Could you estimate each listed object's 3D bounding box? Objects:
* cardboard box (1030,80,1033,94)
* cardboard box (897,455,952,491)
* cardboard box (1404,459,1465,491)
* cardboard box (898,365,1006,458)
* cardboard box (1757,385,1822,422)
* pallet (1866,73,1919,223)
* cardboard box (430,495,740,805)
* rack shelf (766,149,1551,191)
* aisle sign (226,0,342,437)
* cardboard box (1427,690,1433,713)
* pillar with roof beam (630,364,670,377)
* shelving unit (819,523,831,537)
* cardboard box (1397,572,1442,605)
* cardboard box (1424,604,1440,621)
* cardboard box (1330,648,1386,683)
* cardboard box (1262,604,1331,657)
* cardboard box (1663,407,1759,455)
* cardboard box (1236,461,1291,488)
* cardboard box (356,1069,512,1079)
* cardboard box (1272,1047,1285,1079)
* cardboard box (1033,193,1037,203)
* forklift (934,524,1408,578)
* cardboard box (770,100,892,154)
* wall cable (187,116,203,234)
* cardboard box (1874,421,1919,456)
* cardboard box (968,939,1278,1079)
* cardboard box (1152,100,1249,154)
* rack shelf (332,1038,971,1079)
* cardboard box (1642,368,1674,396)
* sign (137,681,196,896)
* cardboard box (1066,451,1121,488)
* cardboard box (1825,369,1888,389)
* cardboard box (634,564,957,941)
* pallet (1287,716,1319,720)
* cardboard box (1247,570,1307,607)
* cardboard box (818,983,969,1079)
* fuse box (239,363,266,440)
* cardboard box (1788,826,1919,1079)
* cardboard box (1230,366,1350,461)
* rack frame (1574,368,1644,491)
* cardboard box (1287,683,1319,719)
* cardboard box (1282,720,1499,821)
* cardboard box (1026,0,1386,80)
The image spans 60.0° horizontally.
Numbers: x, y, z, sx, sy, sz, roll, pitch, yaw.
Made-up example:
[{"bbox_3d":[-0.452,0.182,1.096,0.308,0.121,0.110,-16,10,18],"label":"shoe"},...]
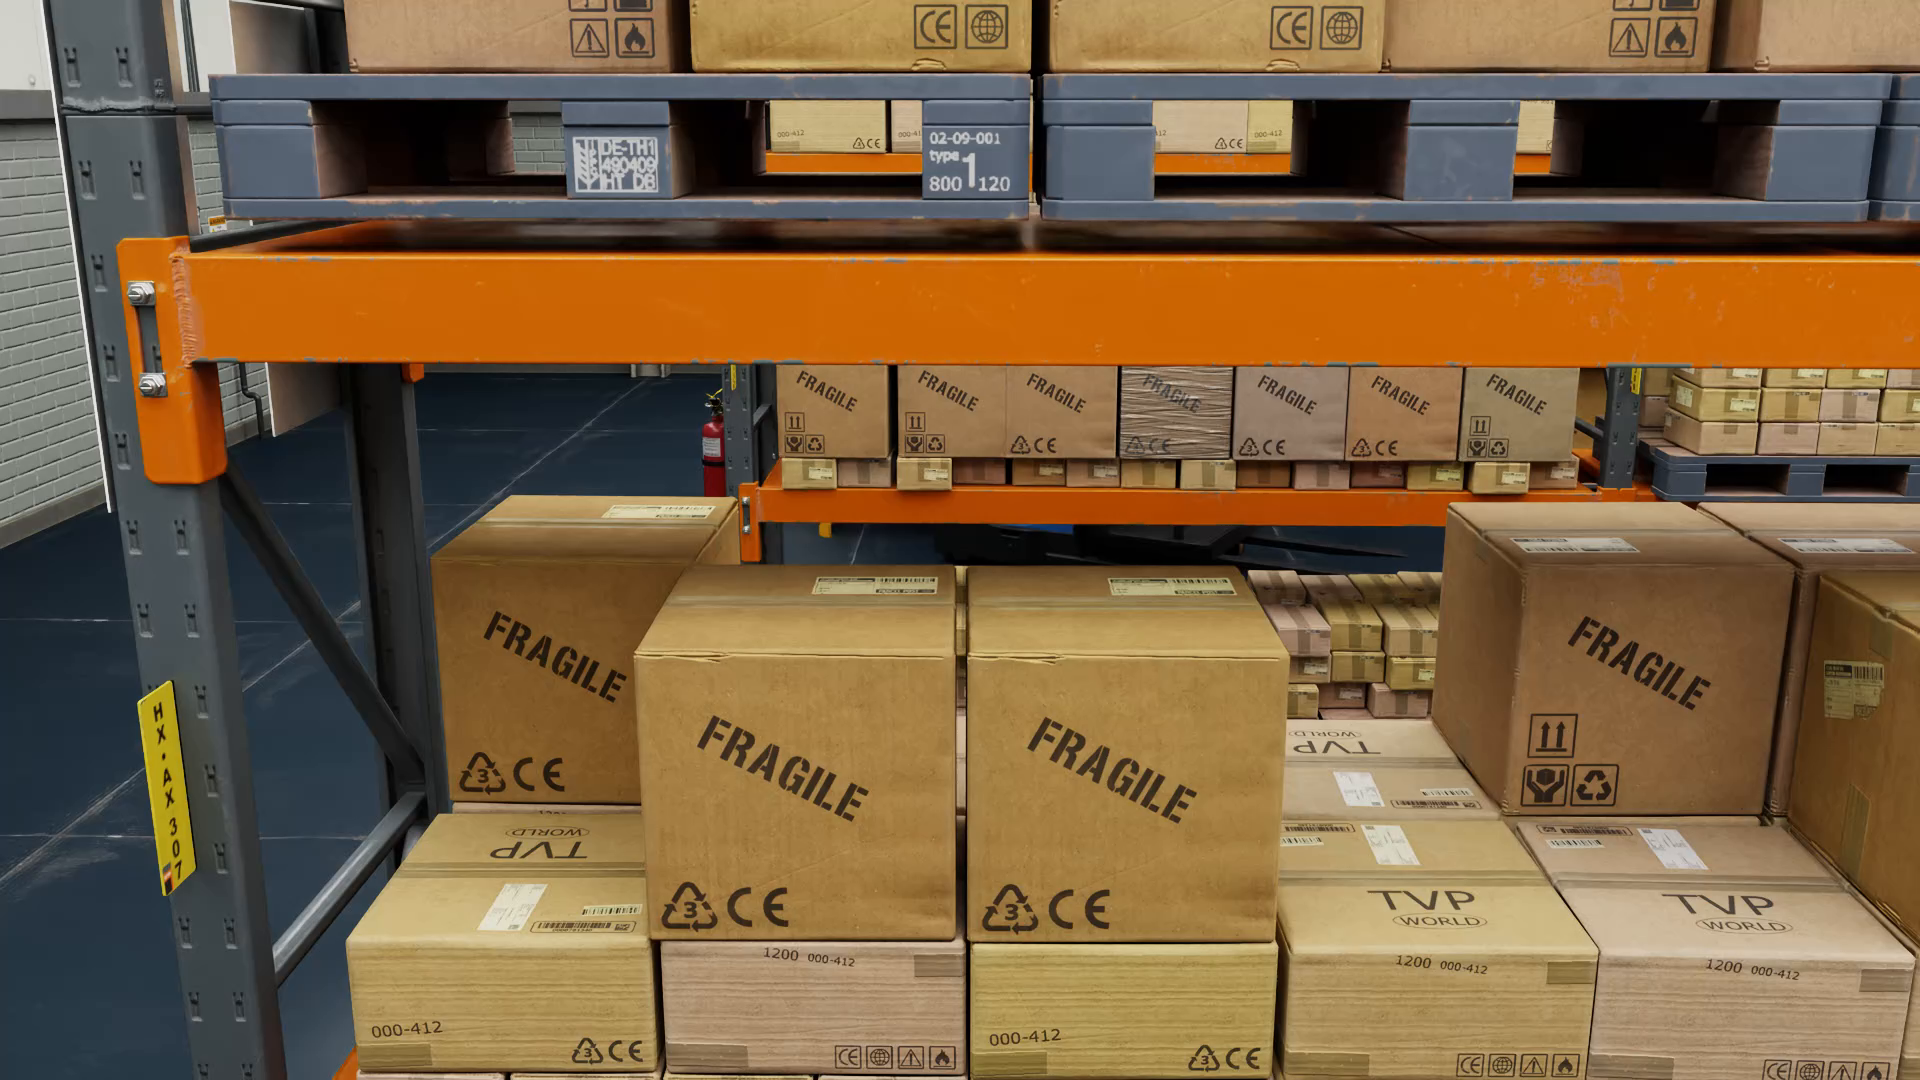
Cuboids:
[{"bbox_3d":[0.457,-2.098,7.346,0.500,0.250,0.500,1,15,2],"label":"cardboard box"},{"bbox_3d":[-0.163,-0.343,7.753,0.250,0.149,0.380,0,15,0],"label":"cardboard box"},{"bbox_3d":[2.179,-0.342,7.750,0.250,0.149,0.380,1,15,4],"label":"cardboard box"},{"bbox_3d":[-0.024,-0.679,7.753,0.500,0.500,0.500,0,15,2],"label":"cardboard box"},{"bbox_3d":[3.638,-0.635,7.454,0.250,0.149,0.380,0,15,0],"label":"cardboard box"},{"bbox_3d":[1.951,-0.682,2.839,1.213,0.211,1.003,0,15,1],"label":"pallet"},{"bbox_3d":[-0.736,0.210,3.407,0.500,0.500,0.500,1,15,2],"label":"cardboard box"},{"bbox_3d":[0.997,-1.646,7.731,4.000,0.370,1.077,0,15,1],"label":"rack shelf"},{"bbox_3d":[-1.294,-0.627,3.239,0.004,0.787,0.394,0,15,1],"label":"aisle sign"},{"bbox_3d":[2.338,0.706,8.050,0.250,0.149,0.380,1,15,3],"label":"cardboard box"},{"bbox_3d":[-3.636,-5.136,13.667,0.400,9.000,9.100,0,15,1],"label":"pillar with roof beam"},{"bbox_3d":[-0.447,-0.807,11.960,1.083,1.500,0.587,1,15,5],"label":"shelving unit"},{"bbox_3d":[2.384,0.285,8.479,0.250,0.149,0.380,1,15,4],"label":"cardboard box"},{"bbox_3d":[2.378,0.429,7.931,0.250,0.149,0.380,1,15,2],"label":"cardboard box"},{"bbox_3d":[1.887,0.557,8.030,0.250,0.149,0.380,1,15,2],"label":"cardboard box"},{"bbox_3d":[1.599,0.430,7.930,0.250,0.149,0.380,0,15,-1],"label":"cardboard box"},{"bbox_3d":[3.379,-0.493,7.496,0.250,0.149,0.380,0,15,-1],"label":"cardboard box"},{"bbox_3d":[1.397,-0.360,7.816,0.250,0.149,0.380,0,15,1],"label":"cardboard box"},{"bbox_3d":[-0.883,0.915,2.983,0.250,0.149,0.380,1,15,2],"label":"cardboard box"},{"bbox_3d":[0.655,0.925,2.947,0.250,0.149,0.380,0,15,0],"label":"cardboard box"},{"bbox_3d":[0.668,-2.580,12.312,0.250,0.149,0.380,1,15,2],"label":"cardboard box"},{"bbox_3d":[1.369,-1.216,10.705,3.031,2.935,1.130,8,17,27],"label":"forklift"},{"bbox_3d":[-0.560,-1.867,7.449,0.500,0.250,0.500,1,15,3],"label":"cardboard box"},{"bbox_3d":[-6.589,-2.704,14.216,0.122,1.984,0.588,0,15,1],"label":"wall cable"},{"bbox_3d":[4.157,-0.488,7.478,0.250,0.149,0.380,1,15,2],"label":"cardboard box"},{"bbox_3d":[0.265,0.714,2.965,0.500,0.250,0.500,0,15,0],"label":"cardboard box"},{"bbox_3d":[0.998,-1.856,7.408,0.500,0.250,0.500,0,15,1],"label":"cardboard box"},{"bbox_3d":[0.770,1.068,3.321,4.000,0.370,1.077,0,15,1],"label":"rack shelf"},{"bbox_3d":[3.400,-0.804,8.094,0.250,0.149,0.380,1,15,3],"label":"cardboard box"},{"bbox_3d":[-1.250,0.392,2.622,0.005,0.325,0.100,0,15,1],"label":"sign"},{"bbox_3d":[0.616,-0.360,7.816,0.250,0.149,0.380,0,15,0],"label":"cardboard box"},{"bbox_3d":[3.914,-0.778,7.410,0.250,0.149,0.380,1,15,2],"label":"cardboard box"},{"bbox_3d":[-0.257,0.349,2.879,0.500,0.500,0.500,0,15,0],"label":"cardboard box"},{"bbox_3d":[1.102,0.815,8.338,1.213,0.211,1.003,0,15,1],"label":"pallet"},{"bbox_3d":[1.616,0.277,8.507,0.250,0.149,0.380,1,15,3],"label":"cardboard box"},{"bbox_3d":[-0.110,0.920,2.967,0.250,0.149,0.380,0,15,1],"label":"cardboard box"},{"bbox_3d":[-6.414,-1.762,15.166,0.414,1.711,0.539,0,15,1],"label":"fuse box"},{"bbox_3d":[1.804,0.723,2.929,0.500,0.250,0.500,1,15,3],"label":"cardboard box"},{"bbox_3d":[1.490,-0.661,7.688,0.500,0.500,0.500,0,15,1],"label":"cardboard box"},{"bbox_3d":[2.997,-0.531,7.972,0.127,3.000,1.000,0,15,1],"label":"rack frame"},{"bbox_3d":[1.561,0.722,7.988,0.250,0.149,0.380,0,15,1],"label":"cardboard box"},{"bbox_3d":[0.798,0.581,3.470,0.500,0.250,0.500,0,15,2],"label":"cardboard box"},{"bbox_3d":[0.369,-1.028,2.760,0.500,0.500,0.700,-1,15,-2],"label":"cardboard box"}]
